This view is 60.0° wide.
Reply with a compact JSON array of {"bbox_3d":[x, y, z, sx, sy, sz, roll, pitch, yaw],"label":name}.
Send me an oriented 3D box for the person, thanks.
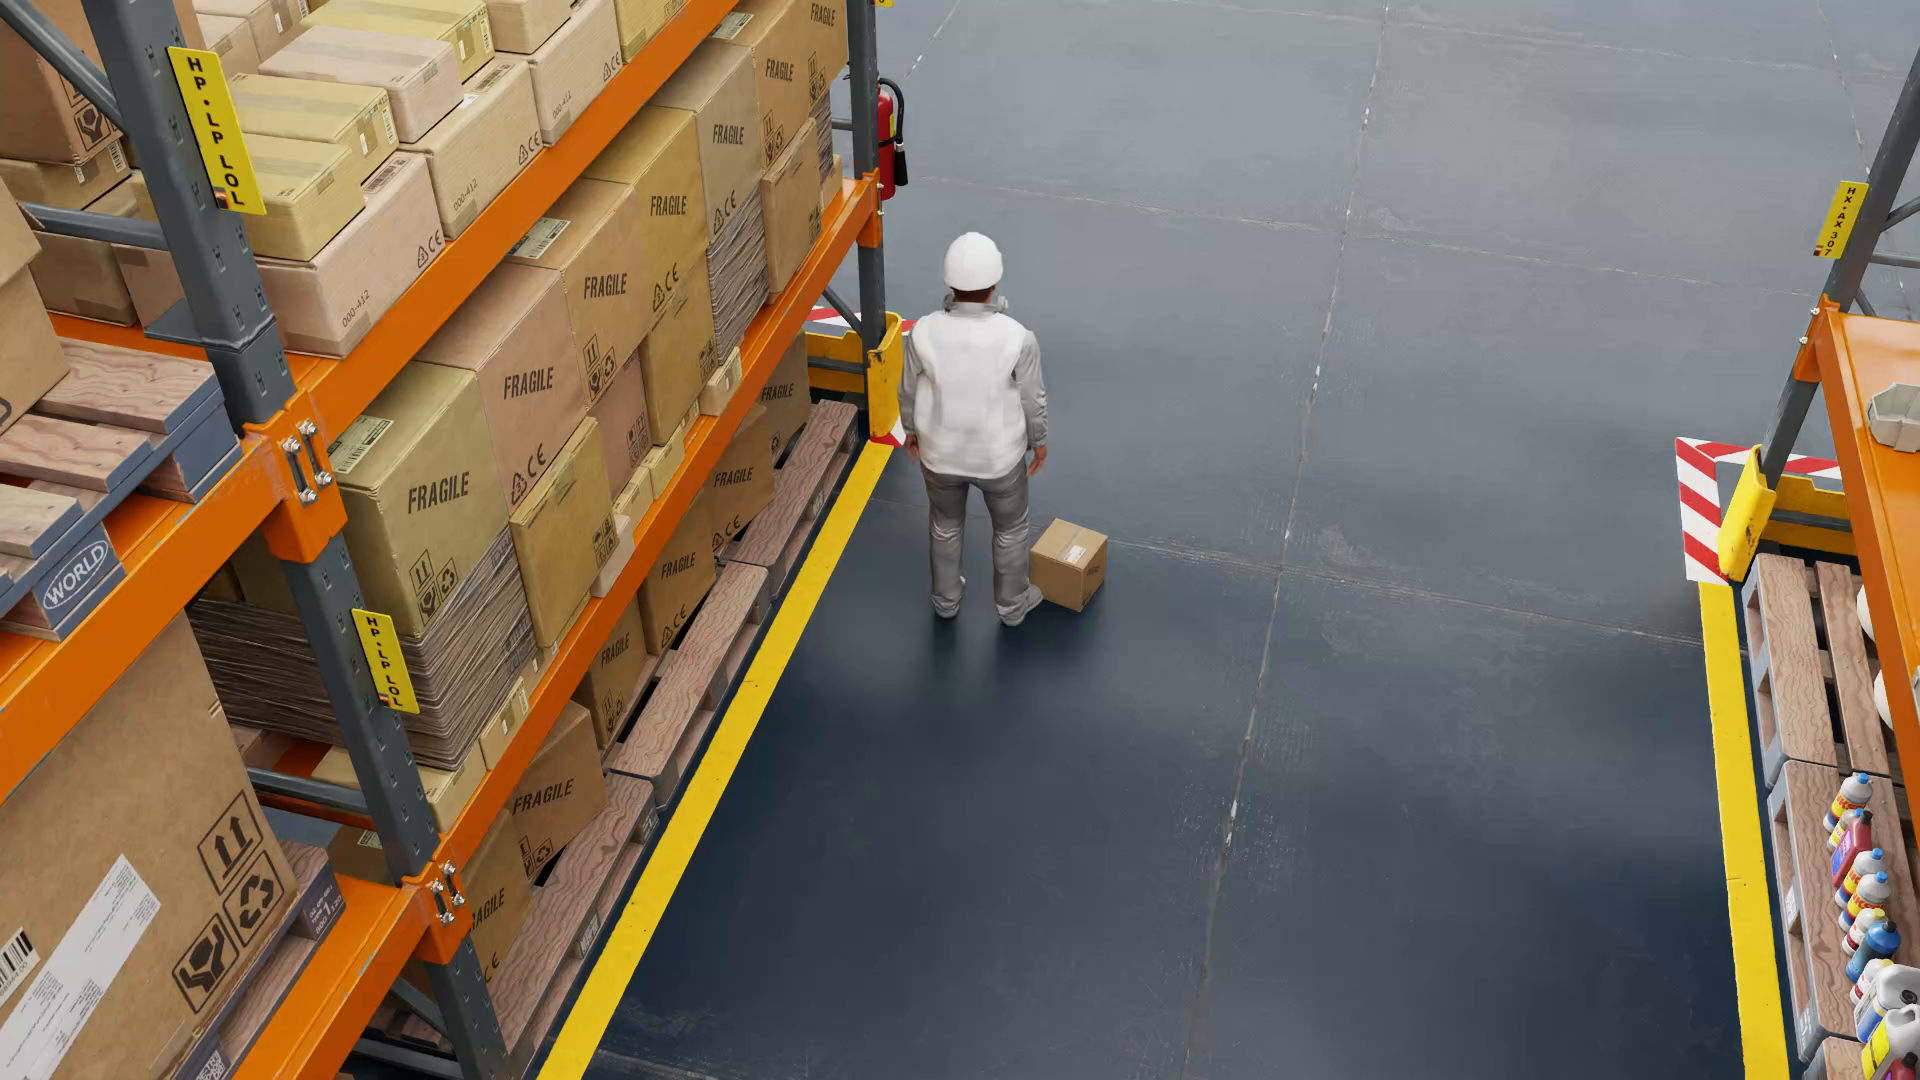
[{"bbox_3d":[0.055,-0.393,6.592,0.592,1.773,0.459,7,41,9],"label":"person"}]
